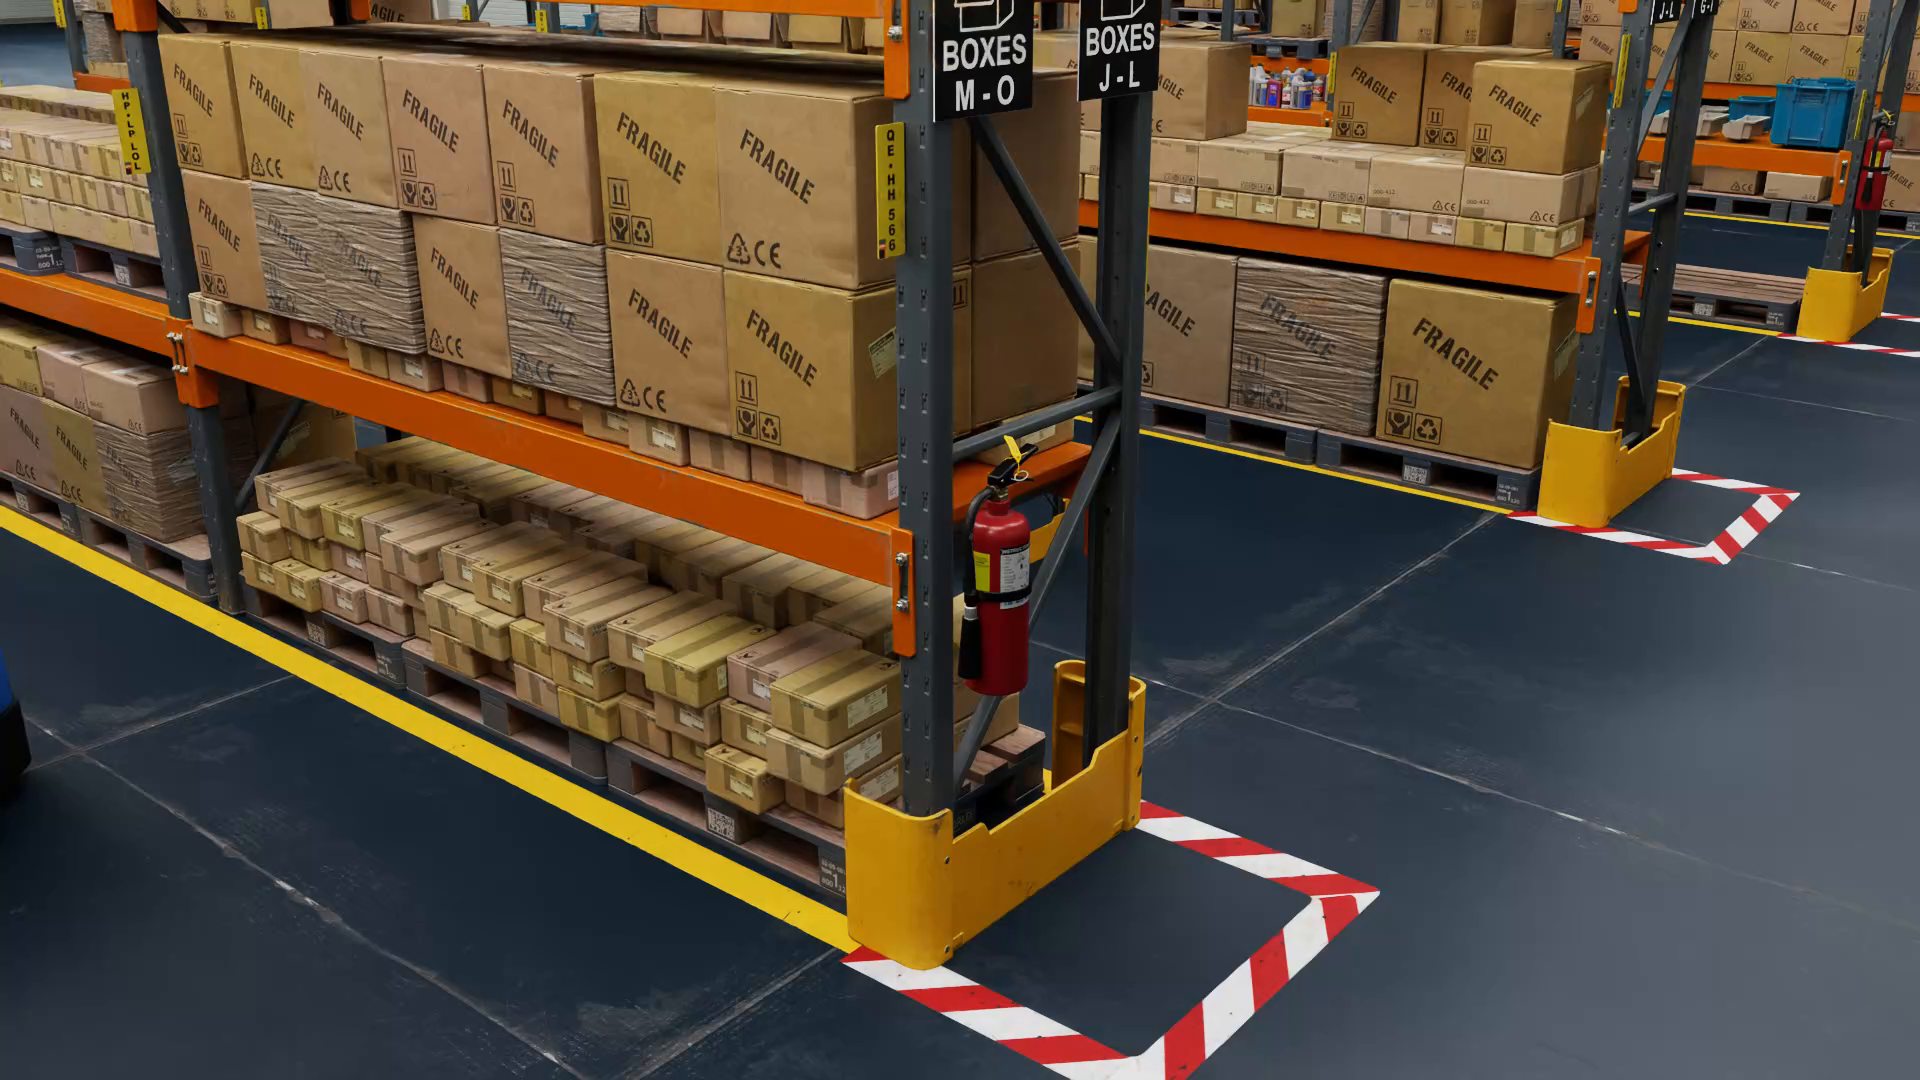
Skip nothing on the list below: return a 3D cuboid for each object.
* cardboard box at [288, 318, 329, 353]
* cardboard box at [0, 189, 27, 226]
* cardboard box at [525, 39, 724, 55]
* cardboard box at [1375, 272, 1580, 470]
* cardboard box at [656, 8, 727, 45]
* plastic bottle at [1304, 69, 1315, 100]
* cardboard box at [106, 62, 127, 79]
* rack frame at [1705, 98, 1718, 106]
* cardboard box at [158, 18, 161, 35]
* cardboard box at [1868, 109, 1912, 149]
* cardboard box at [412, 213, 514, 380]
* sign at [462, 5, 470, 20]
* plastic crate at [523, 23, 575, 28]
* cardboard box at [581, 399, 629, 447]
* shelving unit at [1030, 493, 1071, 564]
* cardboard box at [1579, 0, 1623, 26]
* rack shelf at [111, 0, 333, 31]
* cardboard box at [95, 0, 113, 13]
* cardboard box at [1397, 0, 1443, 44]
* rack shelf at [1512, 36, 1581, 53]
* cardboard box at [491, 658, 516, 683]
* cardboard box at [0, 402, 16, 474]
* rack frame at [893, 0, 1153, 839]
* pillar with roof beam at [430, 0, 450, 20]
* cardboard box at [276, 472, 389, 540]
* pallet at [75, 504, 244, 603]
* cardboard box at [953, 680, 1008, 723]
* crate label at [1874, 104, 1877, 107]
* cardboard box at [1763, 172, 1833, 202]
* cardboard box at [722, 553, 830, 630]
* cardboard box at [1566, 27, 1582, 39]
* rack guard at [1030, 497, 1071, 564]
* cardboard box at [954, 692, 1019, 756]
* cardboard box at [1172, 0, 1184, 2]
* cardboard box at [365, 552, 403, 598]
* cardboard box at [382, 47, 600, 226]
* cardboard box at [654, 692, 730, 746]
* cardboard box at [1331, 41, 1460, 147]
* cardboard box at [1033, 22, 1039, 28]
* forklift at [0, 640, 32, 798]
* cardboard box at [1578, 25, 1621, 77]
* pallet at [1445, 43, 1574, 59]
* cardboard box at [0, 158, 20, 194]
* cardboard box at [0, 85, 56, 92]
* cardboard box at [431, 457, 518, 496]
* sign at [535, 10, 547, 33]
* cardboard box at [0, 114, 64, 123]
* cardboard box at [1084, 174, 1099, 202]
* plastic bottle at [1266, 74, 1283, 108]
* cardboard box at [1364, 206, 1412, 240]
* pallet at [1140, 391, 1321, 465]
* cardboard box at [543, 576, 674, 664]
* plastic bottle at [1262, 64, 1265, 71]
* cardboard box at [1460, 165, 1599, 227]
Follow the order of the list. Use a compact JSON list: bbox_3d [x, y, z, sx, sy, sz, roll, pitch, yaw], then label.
[{"bbox_3d":[-2.404,-0.861,6.556,0.250,0.149,0.380,15,25,34],"label":"cardboard box"},{"bbox_3d":[-4.348,-1.617,7.966,0.250,0.149,0.380,17,27,39],"label":"cardboard box"},{"bbox_3d":[-1.166,-1.494,5.897,0.500,0.500,0.500,15,25,35],"label":"cardboard box"},{"bbox_3d":[2.863,-0.978,8.926,0.875,0.875,0.875,16,26,36],"label":"cardboard box"},{"bbox_3d":[-1.729,-3.642,12.011,0.637,0.503,0.797,17,26,37],"label":"cardboard box"},{"bbox_3d":[3.148,-4.111,15.002,0.097,0.271,0.097,0,21,0],"label":"plastic bottle"},{"bbox_3d":[-8.550,-4.857,17.153,0.250,0.149,0.380,16,26,36],"label":"cardboard box"},{"bbox_3d":[9.707,-6.609,21.443,0.127,3.000,1.000,16,26,36],"label":"rack frame"},{"bbox_3d":[-7.754,-5.078,16.819,0.500,0.500,0.875,16,26,36],"label":"cardboard box"},{"bbox_3d":[11.422,-5.096,20.378,0.500,0.500,0.700,15,25,35],"label":"cardboard box"},{"bbox_3d":[-1.490,-0.878,5.682,0.500,0.500,0.500,18,27,39],"label":"cardboard box"},{"bbox_3d":[-6.206,-6.558,20.916,0.005,0.325,0.100,16,26,36],"label":"sign"},{"bbox_3d":[-5.277,-6.479,21.308,0.616,0.251,0.499,16,26,36],"label":"plastic crate"},{"bbox_3d":[-1.007,-0.434,5.425,0.250,0.149,0.380,15,25,34],"label":"cardboard box"},{"bbox_3d":[-0.059,-0.719,7.949,1.083,1.500,0.587,16,26,36],"label":"shelving unit"},{"bbox_3d":[6.764,-5.587,17.173,0.500,0.500,0.500,17,26,38],"label":"cardboard box"},{"bbox_3d":[-4.453,-2.727,7.917,4.000,0.370,1.077,16,26,36],"label":"rack shelf"},{"bbox_3d":[-8.349,-5.567,16.700,0.500,0.500,0.500,16,26,36],"label":"cardboard box"},{"bbox_3d":[5.169,-5.875,18.759,0.500,0.500,0.700,9,23,23],"label":"cardboard box"},{"bbox_3d":[8.157,-6.719,22.753,4.000,0.370,1.077,16,26,36],"label":"rack shelf"},{"bbox_3d":[-1.542,0.409,6.278,0.250,0.149,0.380,17,27,38],"label":"cardboard box"},{"bbox_3d":[-4.824,-0.681,8.670,0.500,0.500,0.500,15,26,35],"label":"cardboard box"},{"bbox_3d":[0.195,-0.321,4.769,0.127,3.000,1.000,16,26,36],"label":"rack frame"},{"bbox_3d":[-15.168,-15.013,35.226,0.400,9.000,9.100,16,26,36],"label":"pillar with roof beam"},{"bbox_3d":[-2.592,-0.144,6.900,0.250,0.149,0.380,18,27,39],"label":"cardboard box"},{"bbox_3d":[-3.508,-0.082,8.087,1.213,0.211,1.003,16,26,36],"label":"pallet"},{"bbox_3d":[-0.048,0.490,5.642,0.250,0.149,0.380,17,27,38],"label":"cardboard box"},{"bbox_3d":[6.558,-3.103,12.299,0.303,0.233,0.416,16,26,36],"label":"crate label"},{"bbox_3d":[8.382,-3.555,16.618,0.500,0.250,0.500,16,26,36],"label":"cardboard box"},{"bbox_3d":[-0.644,0.175,6.054,0.250,0.149,0.380,15,25,34],"label":"cardboard box"},{"bbox_3d":[8.309,-6.794,22.262,0.250,0.149,0.380,15,25,35],"label":"cardboard box"},{"bbox_3d":[0.327,-0.023,7.875,0.087,0.250,0.587,16,26,36],"label":"rack guard"},{"bbox_3d":[-0.008,0.612,5.740,0.250,0.149,0.380,17,26,37],"label":"cardboard box"},{"bbox_3d":[3.277,-8.846,26.496,0.500,0.500,0.500,15,26,35],"label":"cardboard box"},{"bbox_3d":[-2.154,0.090,6.701,0.250,0.149,0.380,15,25,34],"label":"cardboard box"},{"bbox_3d":[-1.530,-1.353,5.525,0.500,0.500,0.500,15,25,34],"label":"cardboard box"},{"bbox_3d":[-0.798,0.522,5.557,0.250,0.149,0.380,15,25,34],"label":"cardboard box"},{"bbox_3d":[2.416,-2.481,9.224,0.500,0.500,0.500,15,25,35],"label":"cardboard box"},{"bbox_3d":[1.177,-6.830,22.220,0.258,0.266,0.396,15,26,35],"label":"cardboard box"},{"bbox_3d":[-4.744,-0.309,4.834,3.031,2.935,1.130,-2,21,-6],"label":"forklift"},{"bbox_3d":[6.800,-5.113,17.333,0.500,0.500,0.500,17,26,38],"label":"cardboard box"},{"bbox_3d":[6.027,-5.373,18.436,1.213,0.211,1.003,16,26,36],"label":"pallet"},{"bbox_3d":[-4.361,-1.760,7.923,0.250,0.149,0.380,16,26,37],"label":"cardboard box"},{"bbox_3d":[-5.333,-2.479,9.410,0.250,0.149,0.380,15,25,34],"label":"cardboard box"},{"bbox_3d":[-2.043,-0.247,7.173,0.250,0.149,0.380,16,26,36],"label":"cardboard box"},{"bbox_3d":[-3.124,-3.794,12.449,0.005,0.325,0.100,16,26,36],"label":"sign"},{"bbox_3d":[-4.557,-1.958,8.027,0.250,0.149,0.380,16,26,36],"label":"cardboard box"},{"bbox_3d":[0.942,-2.097,9.834,0.250,0.149,0.380,15,25,35],"label":"cardboard box"},{"bbox_3d":[2.725,-3.885,14.385,0.133,0.283,0.061,16,26,36],"label":"plastic bottle"},{"bbox_3d":[2.336,-1.697,8.772,0.250,0.149,0.380,17,26,37],"label":"cardboard box"},{"bbox_3d":[1.800,-0.779,9.935,1.213,0.211,1.003,16,26,36],"label":"pallet"},{"bbox_3d":[-1.218,0.274,5.792,0.250,0.149,0.380,17,27,38],"label":"cardboard box"},{"bbox_3d":[2.740,-4.243,15.334,0.133,0.283,0.061,16,26,36],"label":"plastic bottle"},{"bbox_3d":[2.866,-1.759,8.373,0.500,0.250,0.500,16,26,35],"label":"cardboard box"}]
